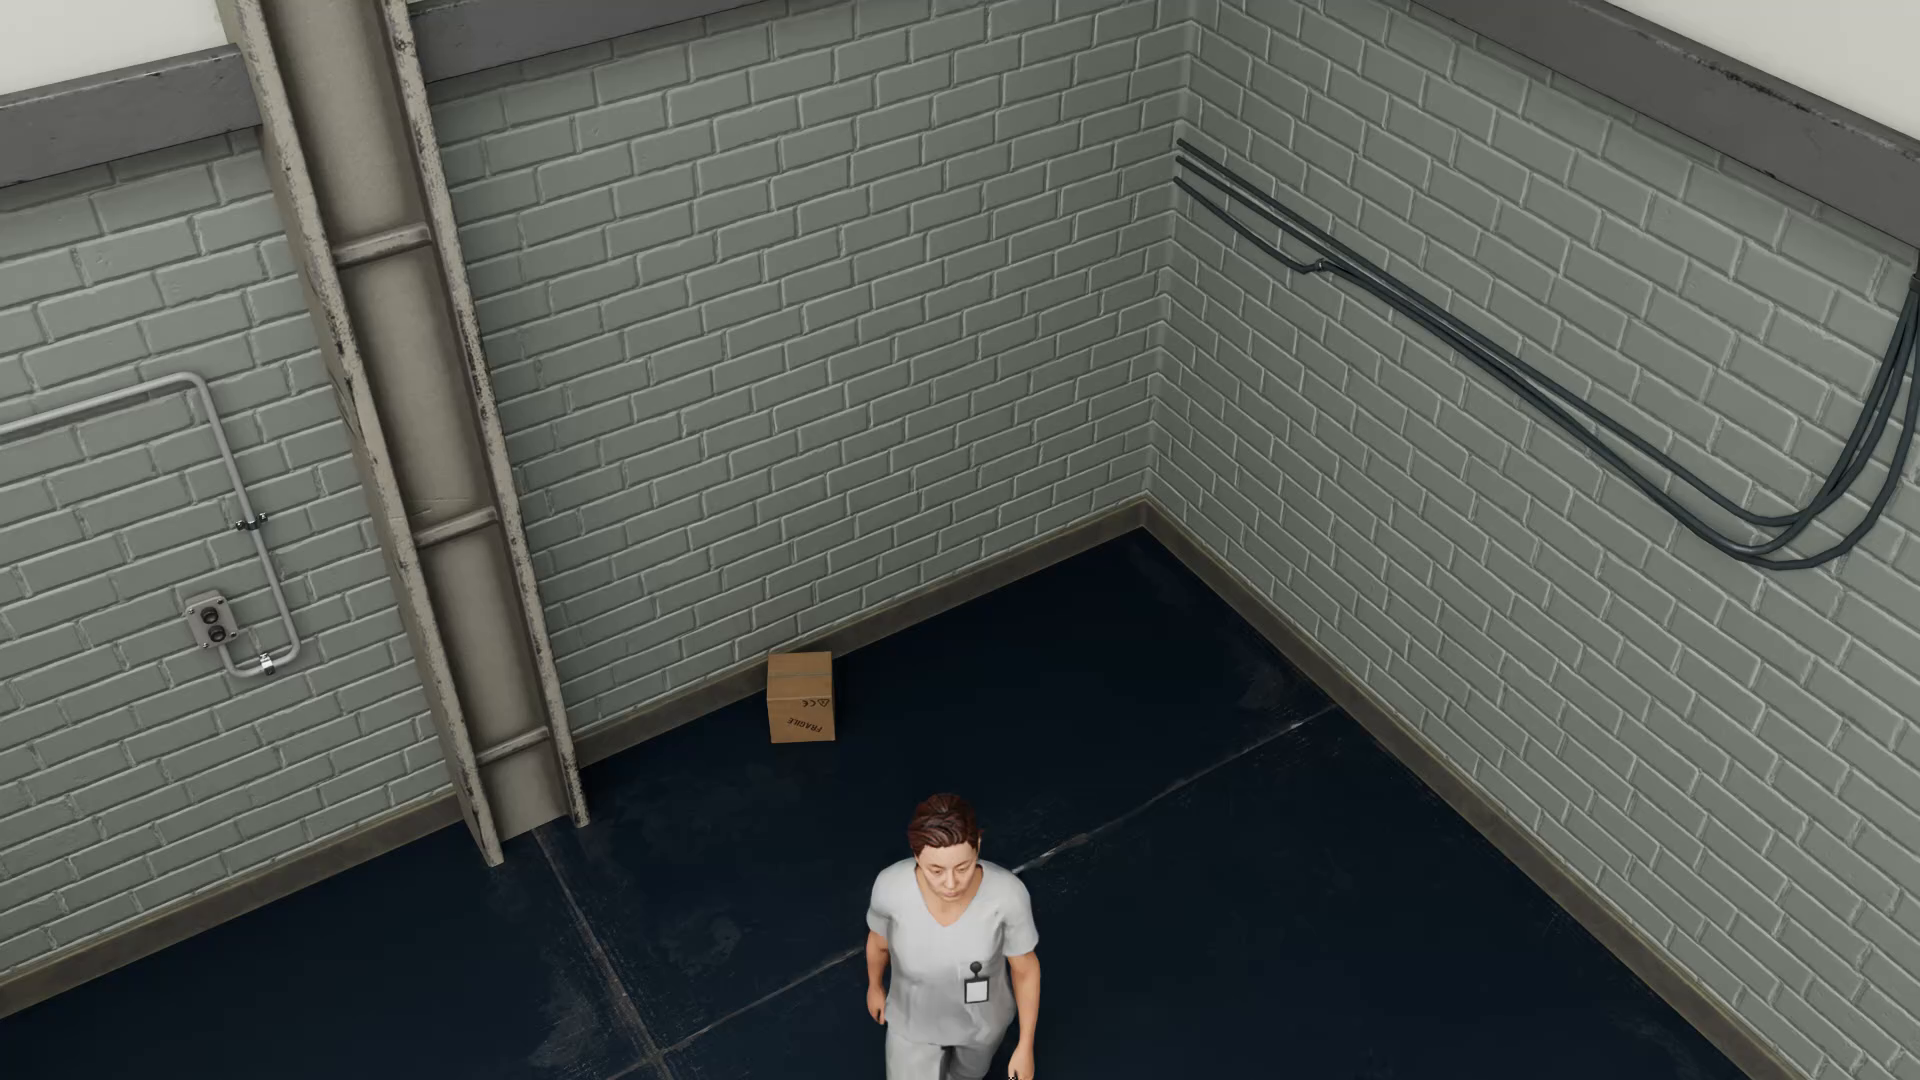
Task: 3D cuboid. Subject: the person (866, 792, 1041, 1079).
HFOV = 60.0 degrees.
[{"bbox_3d":[-0.023,1.374,4.588,0.478,1.699,0.749,-1,41,-1],"label":"person"}]
